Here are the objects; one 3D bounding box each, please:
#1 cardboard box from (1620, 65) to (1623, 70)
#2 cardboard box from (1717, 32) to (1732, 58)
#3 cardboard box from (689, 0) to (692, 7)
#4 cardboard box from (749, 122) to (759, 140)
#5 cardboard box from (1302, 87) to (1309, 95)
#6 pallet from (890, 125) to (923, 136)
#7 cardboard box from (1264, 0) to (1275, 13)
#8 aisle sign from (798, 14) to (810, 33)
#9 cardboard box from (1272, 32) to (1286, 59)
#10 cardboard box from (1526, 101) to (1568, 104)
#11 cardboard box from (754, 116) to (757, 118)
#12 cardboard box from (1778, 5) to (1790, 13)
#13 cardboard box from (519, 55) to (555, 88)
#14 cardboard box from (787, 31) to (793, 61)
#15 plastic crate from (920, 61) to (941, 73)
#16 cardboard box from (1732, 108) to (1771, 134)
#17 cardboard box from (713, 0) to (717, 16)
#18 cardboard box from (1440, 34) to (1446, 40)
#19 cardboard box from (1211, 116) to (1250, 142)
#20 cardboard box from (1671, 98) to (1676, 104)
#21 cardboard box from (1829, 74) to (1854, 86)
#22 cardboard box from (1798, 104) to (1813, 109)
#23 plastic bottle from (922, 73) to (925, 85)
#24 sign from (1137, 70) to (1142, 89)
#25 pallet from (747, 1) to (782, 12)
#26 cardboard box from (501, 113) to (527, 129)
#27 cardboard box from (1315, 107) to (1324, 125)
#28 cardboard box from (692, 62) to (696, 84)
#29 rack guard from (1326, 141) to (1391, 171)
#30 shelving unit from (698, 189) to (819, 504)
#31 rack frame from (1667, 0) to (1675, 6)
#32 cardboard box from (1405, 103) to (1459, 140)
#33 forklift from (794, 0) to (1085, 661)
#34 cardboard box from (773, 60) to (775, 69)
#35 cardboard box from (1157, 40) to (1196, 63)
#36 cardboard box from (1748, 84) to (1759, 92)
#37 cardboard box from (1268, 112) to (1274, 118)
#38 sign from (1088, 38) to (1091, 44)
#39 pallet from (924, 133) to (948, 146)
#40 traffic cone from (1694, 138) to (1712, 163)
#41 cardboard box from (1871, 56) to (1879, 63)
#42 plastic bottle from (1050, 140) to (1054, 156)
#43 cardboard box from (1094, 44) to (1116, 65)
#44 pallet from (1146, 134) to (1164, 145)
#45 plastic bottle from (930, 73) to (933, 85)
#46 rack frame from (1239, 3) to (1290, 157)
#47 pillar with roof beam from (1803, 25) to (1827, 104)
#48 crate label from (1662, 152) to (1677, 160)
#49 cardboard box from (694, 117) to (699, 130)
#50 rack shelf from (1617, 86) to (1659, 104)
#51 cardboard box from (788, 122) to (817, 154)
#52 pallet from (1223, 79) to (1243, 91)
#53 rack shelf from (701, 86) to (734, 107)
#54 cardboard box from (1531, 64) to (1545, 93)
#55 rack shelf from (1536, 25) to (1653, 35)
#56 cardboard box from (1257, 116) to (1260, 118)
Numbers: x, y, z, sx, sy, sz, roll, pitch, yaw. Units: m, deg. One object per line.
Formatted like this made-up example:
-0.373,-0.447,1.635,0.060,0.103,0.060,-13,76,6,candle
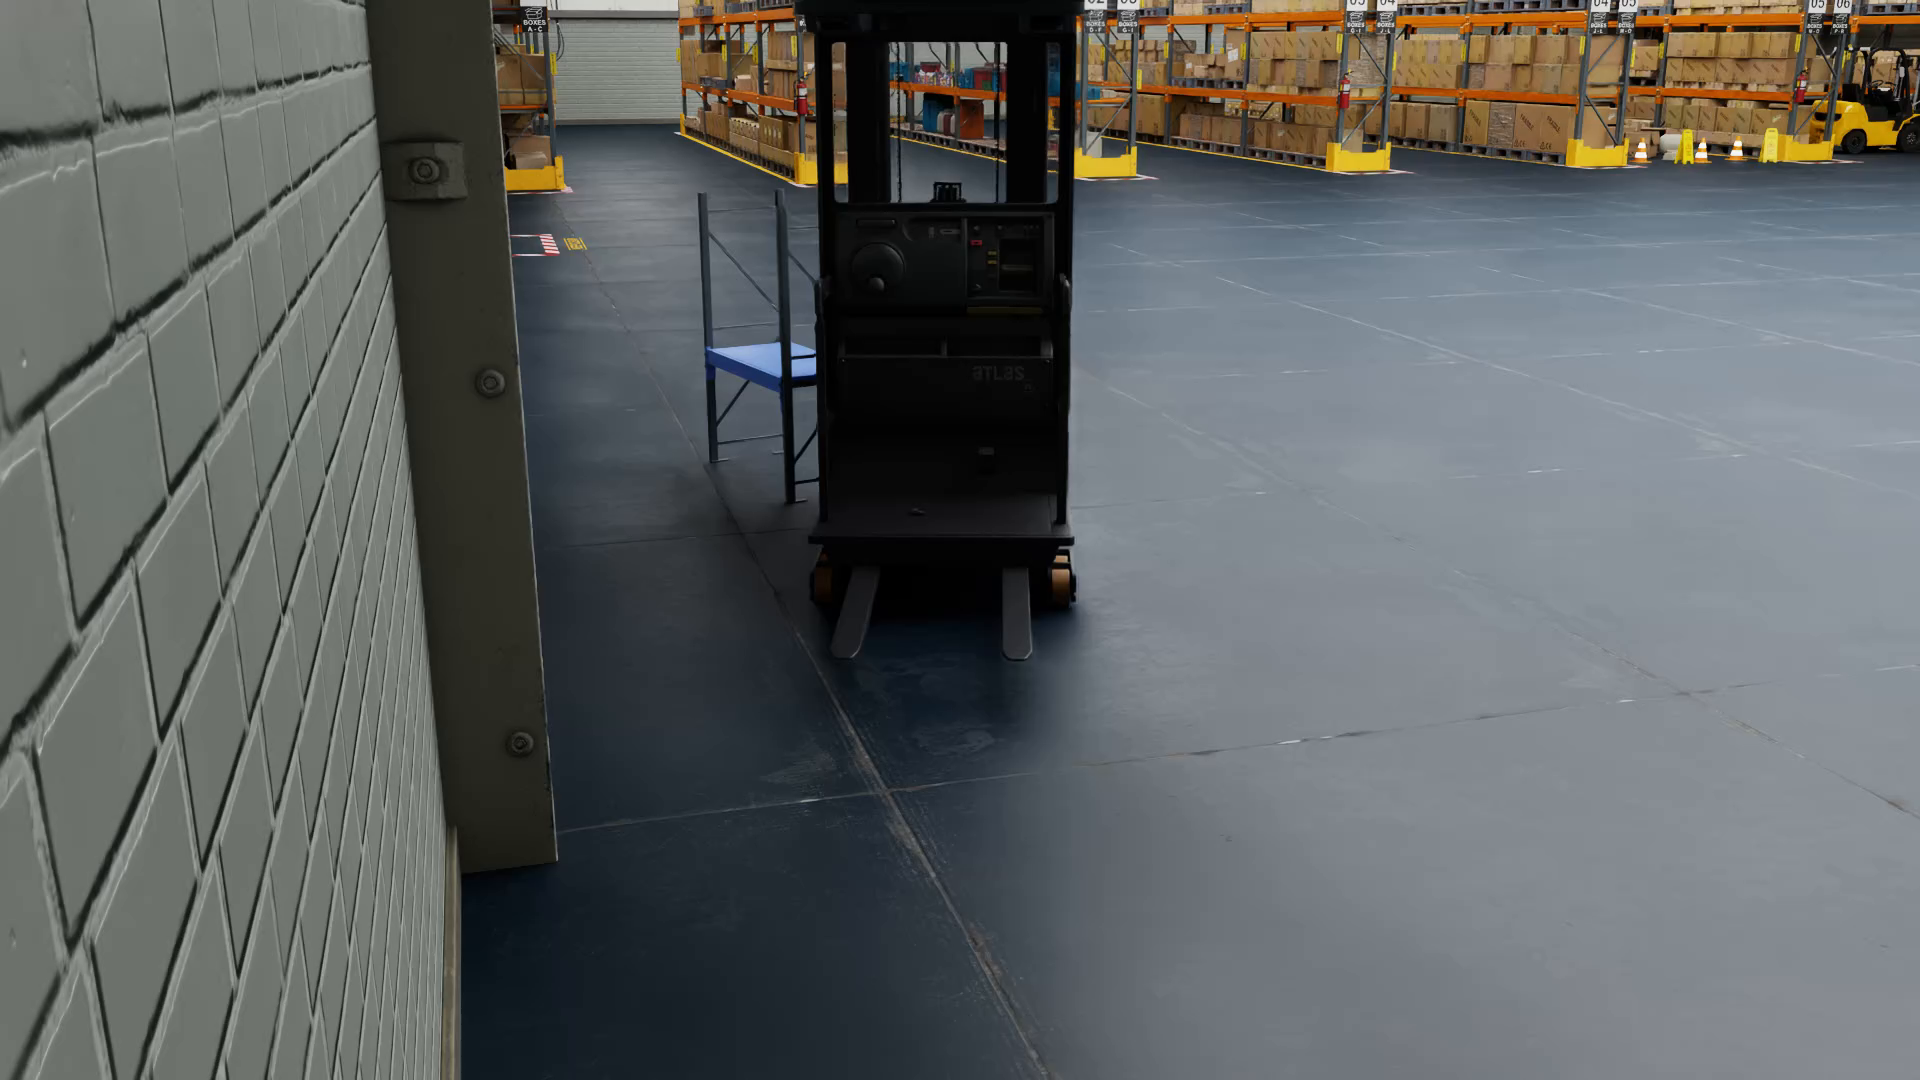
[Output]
15.151,-10.904,37.616,0.500,0.500,0.500,-4,17,-13,cardboard box
16.147,-10.231,34.370,0.700,0.500,0.500,-5,17,-16,cardboard box
-6.144,-12.764,39.407,0.500,0.250,0.500,-5,17,-15,cardboard box
-3.818,-7.942,32.253,0.500,0.311,0.500,-4,17,-14,cardboard box
6.707,-8.519,31.535,0.380,0.149,0.250,-5,17,-15,cardboard box
-1.295,-10.363,42.084,1.003,0.211,1.213,-5,17,-15,pallet
6.272,-10.413,32.449,0.500,0.250,0.500,-5,17,-16,cardboard box
-2.447,-8.654,27.028,0.394,0.787,0.004,-5,17,-15,aisle sign
6.399,-9.587,32.224,0.500,0.500,0.500,-5,17,-15,cardboard box
14.563,-10.610,41.022,0.875,0.875,0.875,-5,17,-16,cardboard box
-4.231,-8.825,35.697,0.500,0.500,0.500,-4,17,-13,cardboard box
16.405,-10.475,32.832,0.380,0.149,0.250,-5,17,-15,cardboard box
-6.787,-7.510,26.662,0.500,0.500,0.500,-5,17,-15,cardboard box
-2.602,-8.548,28.768,0.700,0.500,0.500,-5,17,-15,cardboard box
-0.721,-11.486,40.761,0.402,0.464,0.583,-5,17,-15,plastic crate
16.254,-8.604,34.128,0.500,0.500,0.500,-4,17,-13,cardboard box
-4.816,-11.550,35.802,0.910,0.500,0.500,-5,17,-15,cardboard box
13.069,-13.452,44.482,0.380,0.149,0.250,-5,17,-16,cardboard box
5.829,-8.812,35.654,0.700,0.500,0.500,-6,18,-20,cardboard box
18.728,-11.422,43.251,0.380,0.149,0.250,-6,18,-18,cardboard box
20.154,-10.562,38.162,0.500,0.250,0.500,-4,17,-14,cardboard box
20.184,-9.938,39.221,0.875,0.625,0.625,-5,17,-16,cardboard box
-0.850,-10.805,38.931,0.097,0.271,0.097,0,17,0,plastic bottle
3.111,-8.015,28.941,0.100,0.325,0.005,-5,17,-15,sign
-3.537,-10.144,31.628,0.805,0.209,1.217,-5,18,-17,pallet
-8.386,-7.860,31.182,0.500,0.250,0.500,-5,17,-16,cardboard box
9.094,-10.404,40.990,0.500,0.500,0.500,-4,17,-14,cardboard box
-6.151,-11.220,39.915,0.500,0.500,0.500,-4,17,-14,cardboard box
7.322,-7.056,30.573,1.175,0.500,0.348,-5,17,-15,rack guard
-0.938,-1.069,8.904,0.538,1.500,1.048,-10,19,-29,shelving unit
15.773,-12.995,35.572,1.000,3.000,0.127,-5,17,-15,rack frame
10.522,-9.258,36.740,1.050,0.750,0.750,-5,17,-15,cardboard box
-0.066,-1.211,6.890,1.130,2.935,3.031,0,17,1,forklift
-3.179,-8.612,30.108,0.380,0.149,0.250,-5,17,-16,cardboard box
4.959,-11.177,38.029,0.797,0.503,0.637,-4,17,-13,cardboard box
16.237,-9.185,33.751,0.380,0.149,0.250,-4,17,-14,cardboard box
8.273,-11.102,43.408,0.380,0.149,0.250,-5,18,-17,cardboard box
3.472,-13.365,44.807,0.100,0.325,0.005,-5,17,-15,sign
-0.206,-9.270,38.444,1.003,0.211,1.213,-5,17,-15,pallet
14.539,-7.636,32.568,0.336,0.463,0.334,-5,17,-15,traffic cone
20.451,-10.694,37.037,0.380,0.149,0.250,-4,17,-14,cardboard box
1.714,-7.304,31.011,0.061,0.283,0.133,-5,17,-15,plastic bottle
3.662,-12.087,41.418,0.500,0.500,0.500,-4,17,-14,cardboard box
5.001,-9.334,38.657,1.003,0.211,1.213,-5,17,-15,pallet
-0.632,-10.586,38.202,0.097,0.271,0.097,0,17,0,plastic bottle
6.244,-9.339,33.827,1.000,3.000,0.127,-5,17,-15,rack frame
16.530,-13.865,38.469,9.100,9.000,0.400,-5,17,-15,pillar with roof beam
14.264,-7.692,33.323,0.298,0.136,0.250,16,23,42,crate label
-6.116,-10.035,40.054,0.500,0.311,0.500,-5,17,-15,cardboard box
15.223,-10.331,38.381,1.077,0.370,4.000,-5,17,-15,rack shelf
-2.616,-6.818,28.183,0.500,0.500,0.500,-5,17,-15,cardboard box
6.174,-9.470,34.597,1.003,0.211,1.213,-5,17,-15,pallet
-4.931,-9.872,36.852,1.077,0.370,4.000,-5,17,-15,rack shelf
11.789,-9.083,32.714,0.875,0.550,0.550,-5,17,-15,cardboard box
17.796,-14.374,46.626,1.077,0.370,4.000,-5,17,-15,rack shelf
8.115,-11.197,44.238,0.380,0.149,0.250,-4,17,-14,cardboard box
